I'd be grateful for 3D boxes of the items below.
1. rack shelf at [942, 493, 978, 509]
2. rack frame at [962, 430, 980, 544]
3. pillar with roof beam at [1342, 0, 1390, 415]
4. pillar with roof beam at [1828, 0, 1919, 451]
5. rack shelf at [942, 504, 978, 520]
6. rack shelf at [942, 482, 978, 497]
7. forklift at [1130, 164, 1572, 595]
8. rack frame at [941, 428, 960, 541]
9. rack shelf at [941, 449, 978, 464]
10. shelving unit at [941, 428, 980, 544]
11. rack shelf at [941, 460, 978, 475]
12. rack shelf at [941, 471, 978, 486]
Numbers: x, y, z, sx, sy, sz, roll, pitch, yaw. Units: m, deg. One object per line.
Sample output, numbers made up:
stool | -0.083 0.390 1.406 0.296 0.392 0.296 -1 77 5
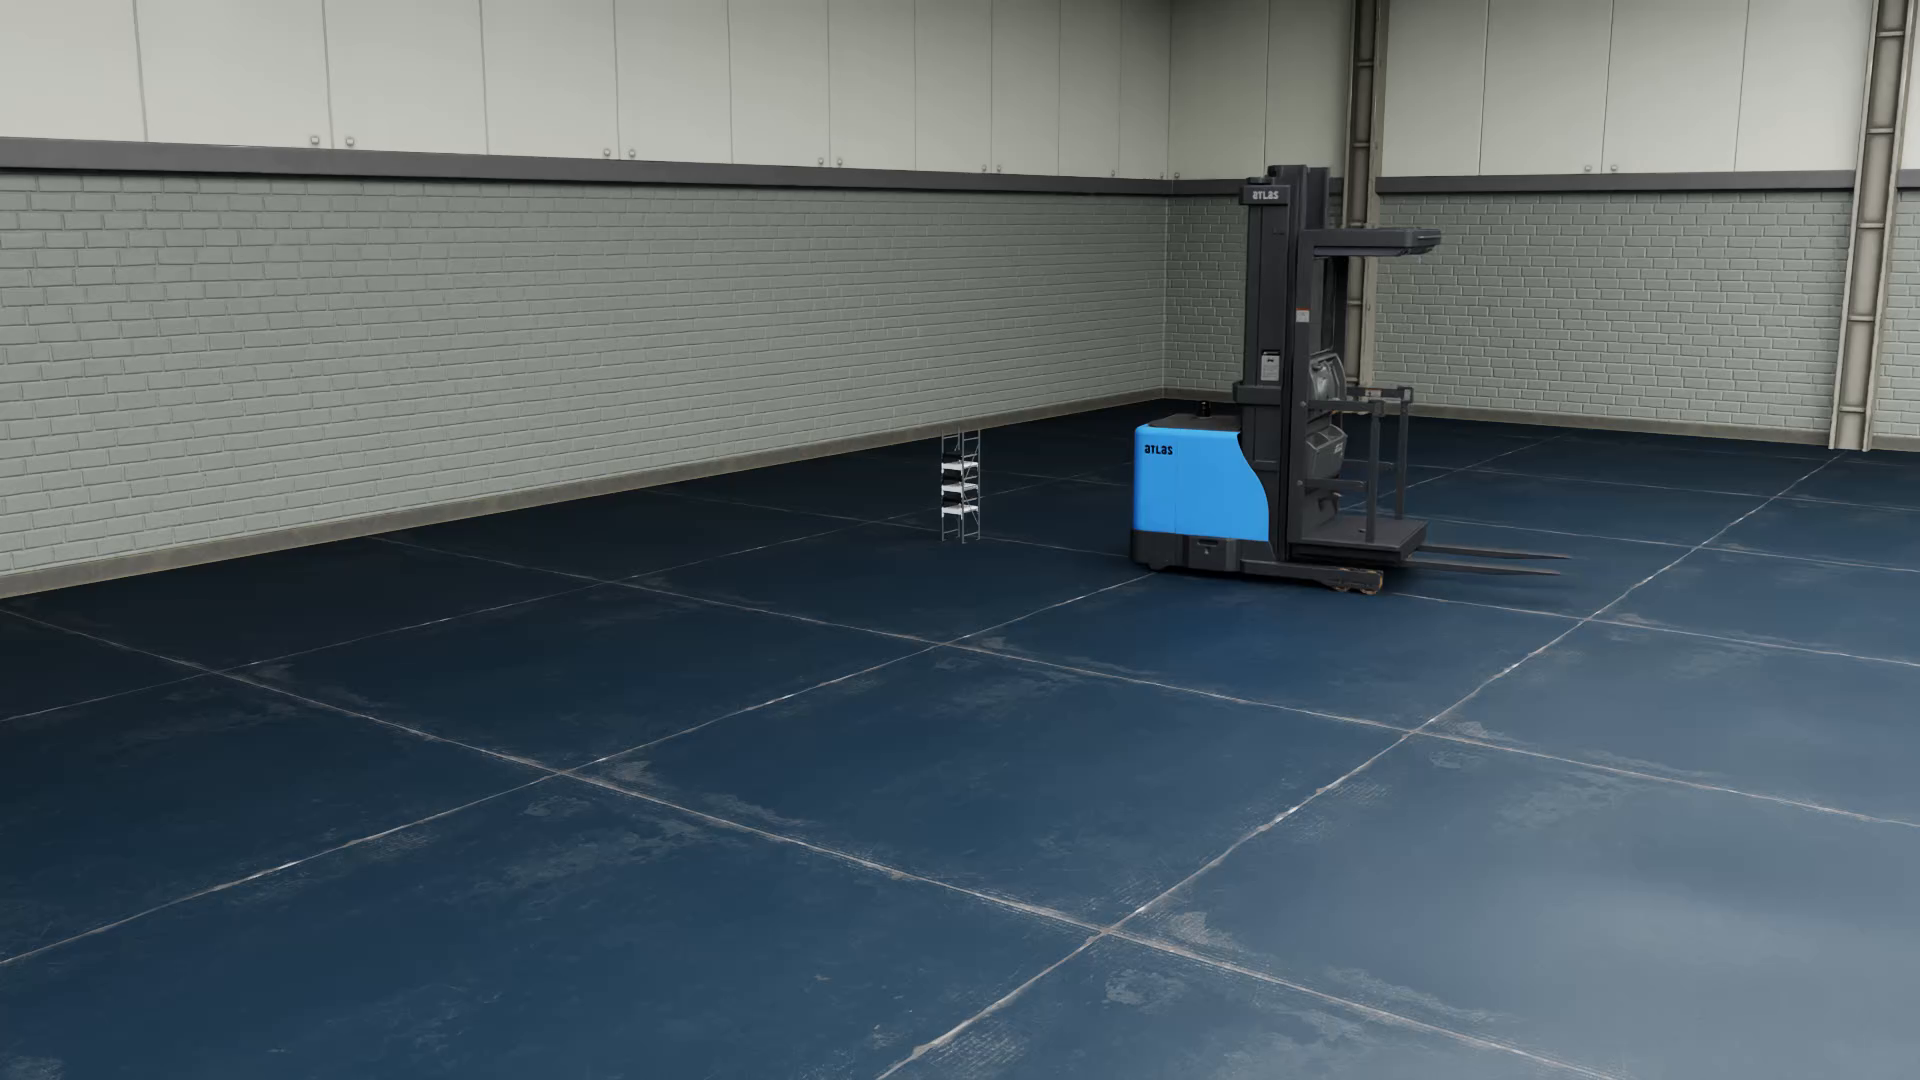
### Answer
rack shelf | 0.007 -0.320 13.463 0.200 0.077 0.258 8 13 36
rack frame | 0.088 -0.429 13.380 0.006 0.900 0.240 8 13 36
pillar with roof beam | 2.732 -5.474 18.131 0.400 9.000 9.100 8 13 36
pillar with roof beam | 7.568 -4.799 14.644 0.400 9.000 9.100 8 13 36
rack shelf | 0.007 -0.231 13.480 0.200 0.077 0.258 8 13 36
rack shelf | 0.007 -0.408 13.446 0.200 0.077 0.258 8 13 36
forklift | 2.822 -1.175 11.884 3.031 2.935 1.130 5 12 25
rack frame | -0.075 -0.452 13.499 0.006 0.900 0.240 8 13 36
rack shelf | 0.007 -0.673 13.395 0.200 0.077 0.258 8 13 36
shelving unit | 0.007 -0.441 13.439 0.210 0.900 0.258 8 13 36
rack shelf | 0.007 -0.585 13.412 0.200 0.077 0.258 8 13 36
rack shelf | 0.007 -0.497 13.429 0.200 0.077 0.258 8 13 36
